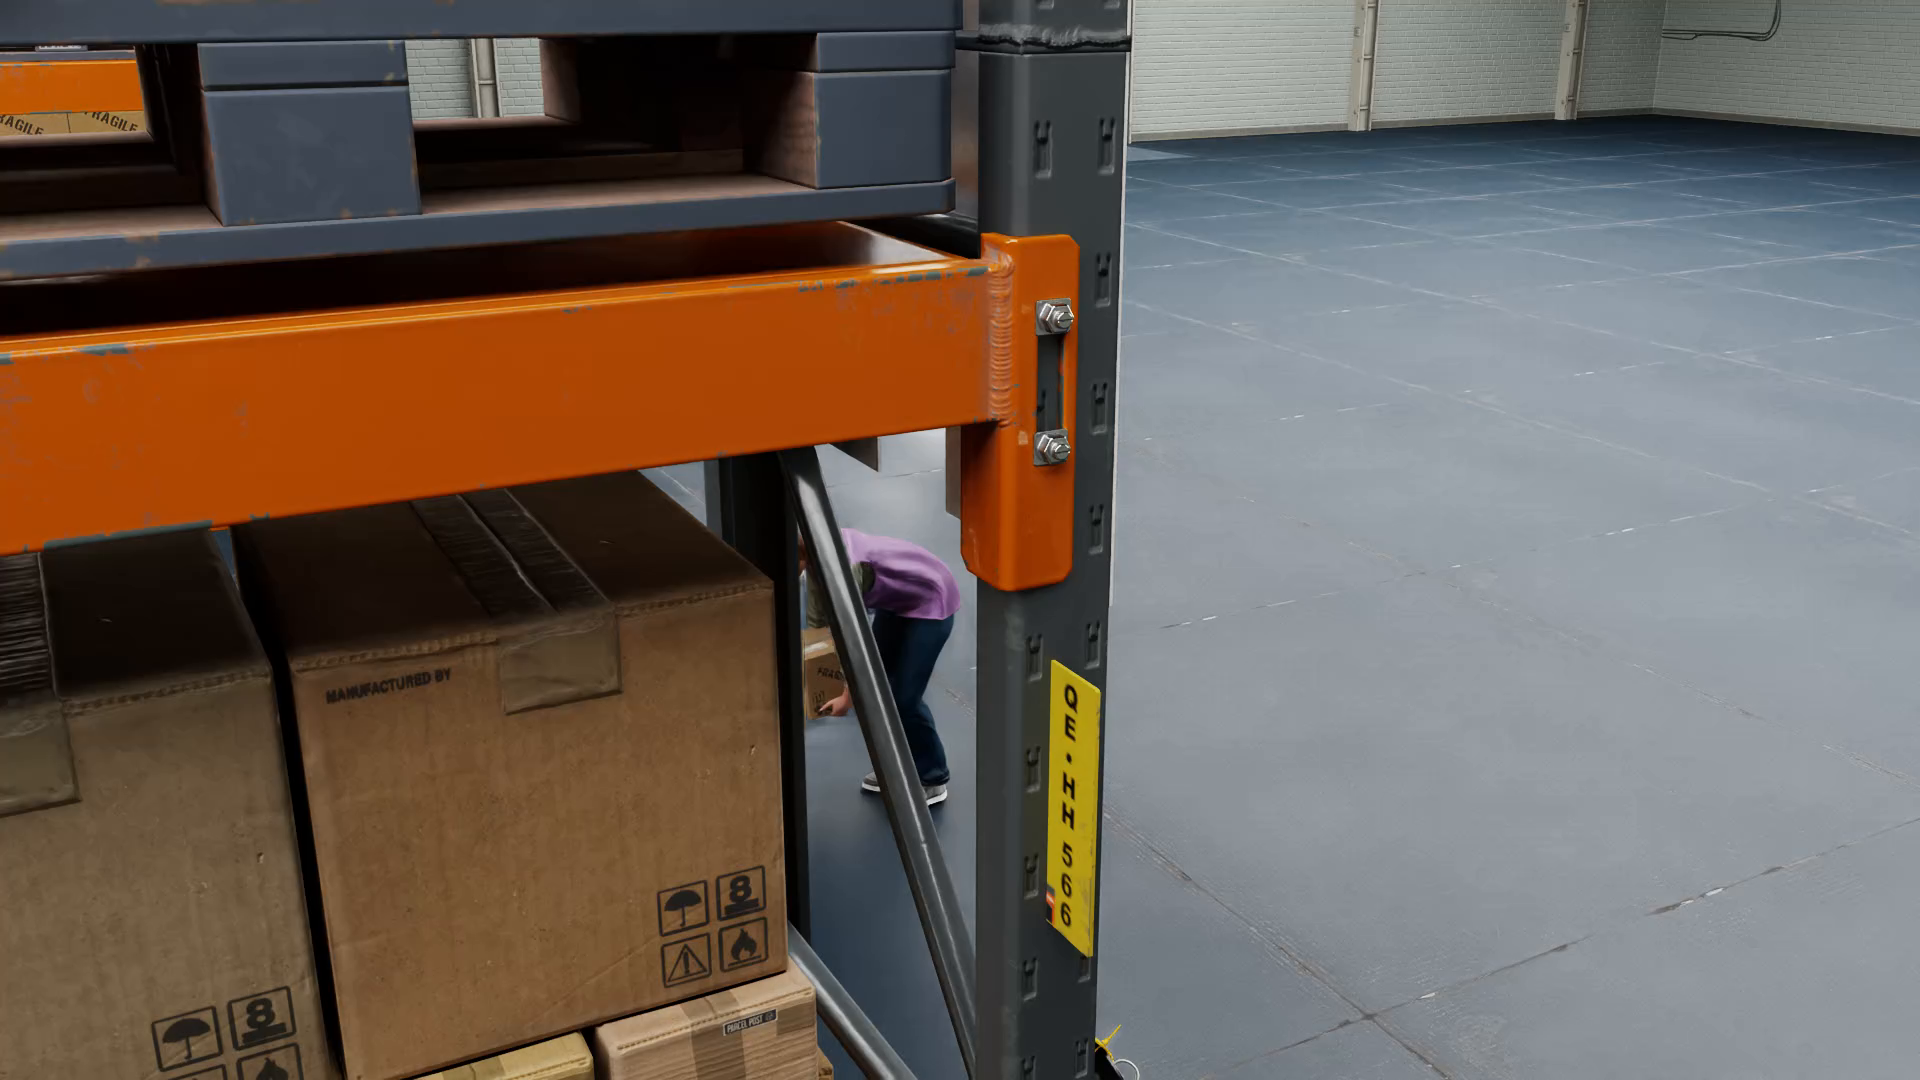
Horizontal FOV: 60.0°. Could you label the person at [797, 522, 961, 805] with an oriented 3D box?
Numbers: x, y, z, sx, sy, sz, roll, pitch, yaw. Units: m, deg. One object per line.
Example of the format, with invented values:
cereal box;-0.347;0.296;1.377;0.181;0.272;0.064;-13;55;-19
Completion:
person;-0.381;0.452;6.298;0.810;1.248;0.380;-10;21;-28
